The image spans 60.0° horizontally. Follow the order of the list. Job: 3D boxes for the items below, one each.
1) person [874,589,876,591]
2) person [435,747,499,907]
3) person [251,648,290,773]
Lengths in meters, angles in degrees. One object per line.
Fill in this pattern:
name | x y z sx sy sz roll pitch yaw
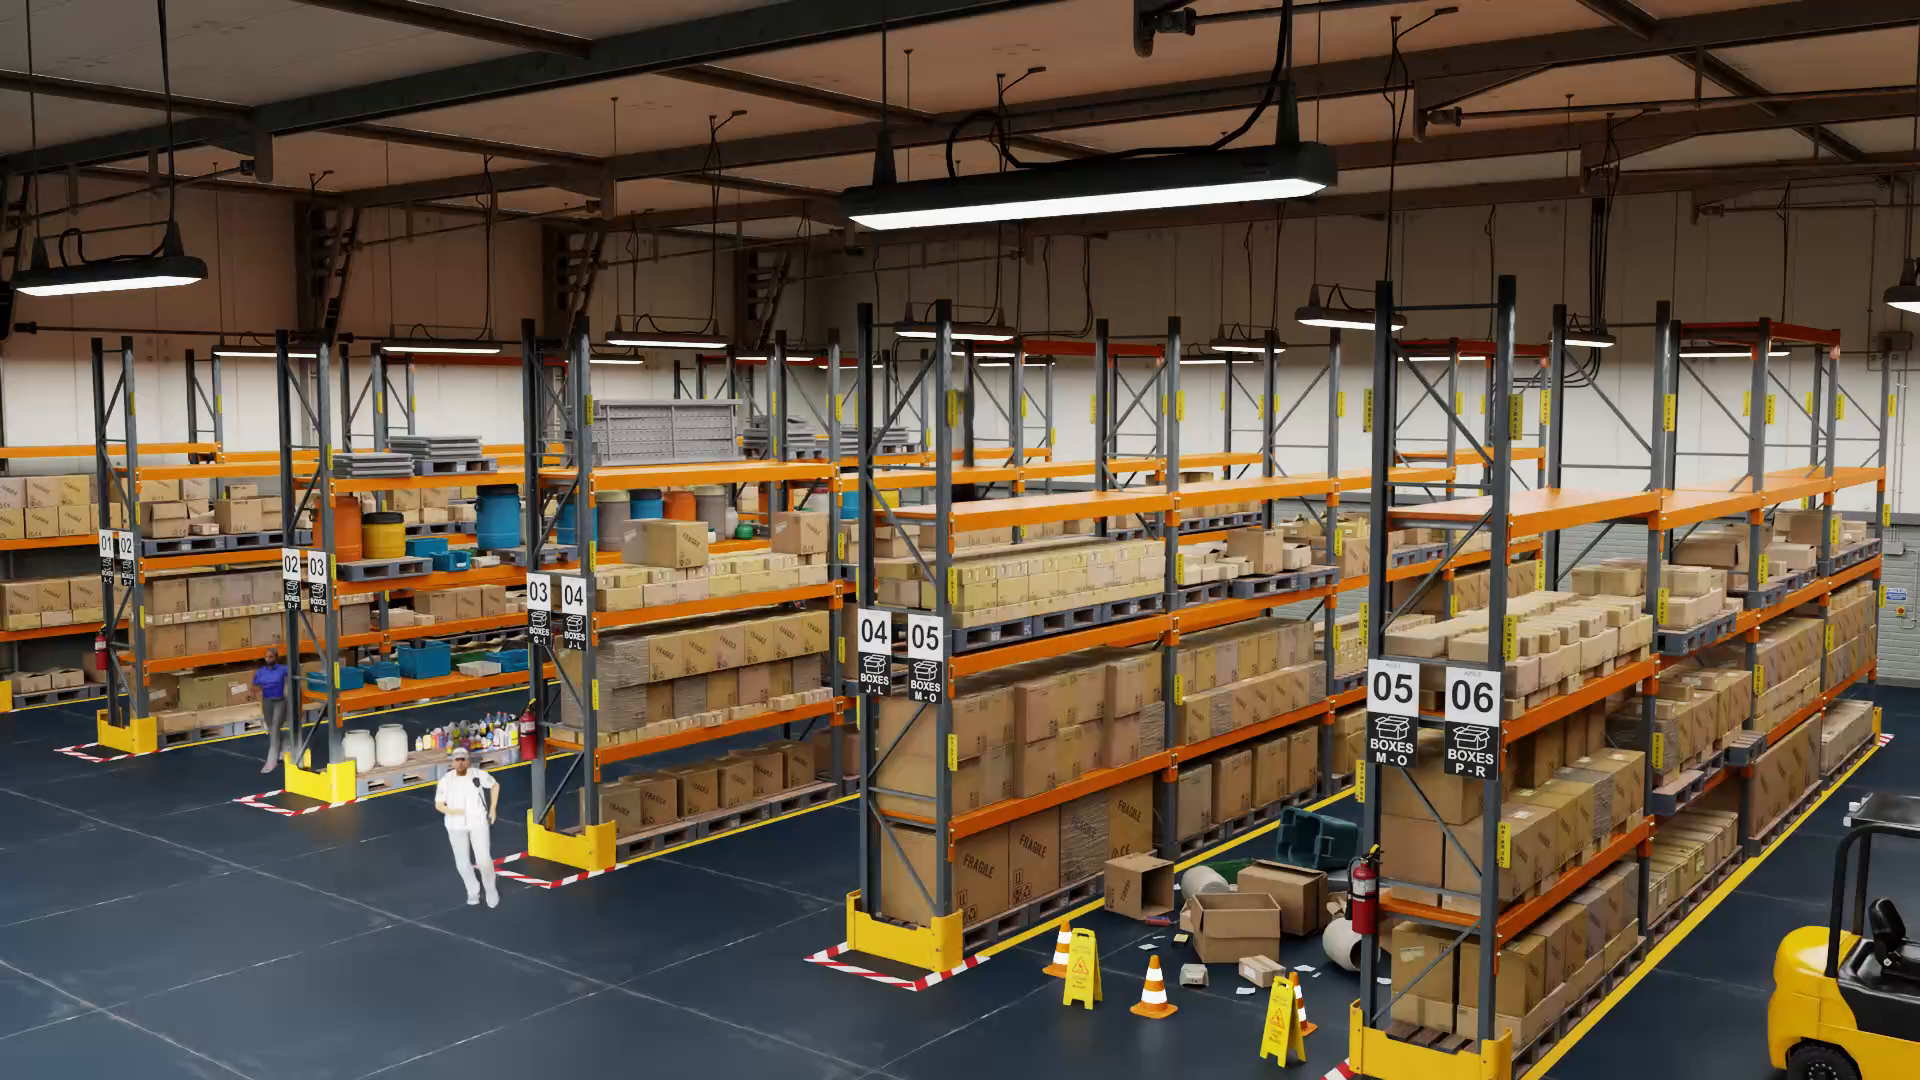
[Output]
person | -1.694 1.255 34.969 0.665 1.746 0.632 2 5 18
person | -4.956 2.897 16.710 0.601 1.649 0.596 -1 5 -11
person | -9.482 2.311 23.032 0.566 1.662 0.929 0 5 3
